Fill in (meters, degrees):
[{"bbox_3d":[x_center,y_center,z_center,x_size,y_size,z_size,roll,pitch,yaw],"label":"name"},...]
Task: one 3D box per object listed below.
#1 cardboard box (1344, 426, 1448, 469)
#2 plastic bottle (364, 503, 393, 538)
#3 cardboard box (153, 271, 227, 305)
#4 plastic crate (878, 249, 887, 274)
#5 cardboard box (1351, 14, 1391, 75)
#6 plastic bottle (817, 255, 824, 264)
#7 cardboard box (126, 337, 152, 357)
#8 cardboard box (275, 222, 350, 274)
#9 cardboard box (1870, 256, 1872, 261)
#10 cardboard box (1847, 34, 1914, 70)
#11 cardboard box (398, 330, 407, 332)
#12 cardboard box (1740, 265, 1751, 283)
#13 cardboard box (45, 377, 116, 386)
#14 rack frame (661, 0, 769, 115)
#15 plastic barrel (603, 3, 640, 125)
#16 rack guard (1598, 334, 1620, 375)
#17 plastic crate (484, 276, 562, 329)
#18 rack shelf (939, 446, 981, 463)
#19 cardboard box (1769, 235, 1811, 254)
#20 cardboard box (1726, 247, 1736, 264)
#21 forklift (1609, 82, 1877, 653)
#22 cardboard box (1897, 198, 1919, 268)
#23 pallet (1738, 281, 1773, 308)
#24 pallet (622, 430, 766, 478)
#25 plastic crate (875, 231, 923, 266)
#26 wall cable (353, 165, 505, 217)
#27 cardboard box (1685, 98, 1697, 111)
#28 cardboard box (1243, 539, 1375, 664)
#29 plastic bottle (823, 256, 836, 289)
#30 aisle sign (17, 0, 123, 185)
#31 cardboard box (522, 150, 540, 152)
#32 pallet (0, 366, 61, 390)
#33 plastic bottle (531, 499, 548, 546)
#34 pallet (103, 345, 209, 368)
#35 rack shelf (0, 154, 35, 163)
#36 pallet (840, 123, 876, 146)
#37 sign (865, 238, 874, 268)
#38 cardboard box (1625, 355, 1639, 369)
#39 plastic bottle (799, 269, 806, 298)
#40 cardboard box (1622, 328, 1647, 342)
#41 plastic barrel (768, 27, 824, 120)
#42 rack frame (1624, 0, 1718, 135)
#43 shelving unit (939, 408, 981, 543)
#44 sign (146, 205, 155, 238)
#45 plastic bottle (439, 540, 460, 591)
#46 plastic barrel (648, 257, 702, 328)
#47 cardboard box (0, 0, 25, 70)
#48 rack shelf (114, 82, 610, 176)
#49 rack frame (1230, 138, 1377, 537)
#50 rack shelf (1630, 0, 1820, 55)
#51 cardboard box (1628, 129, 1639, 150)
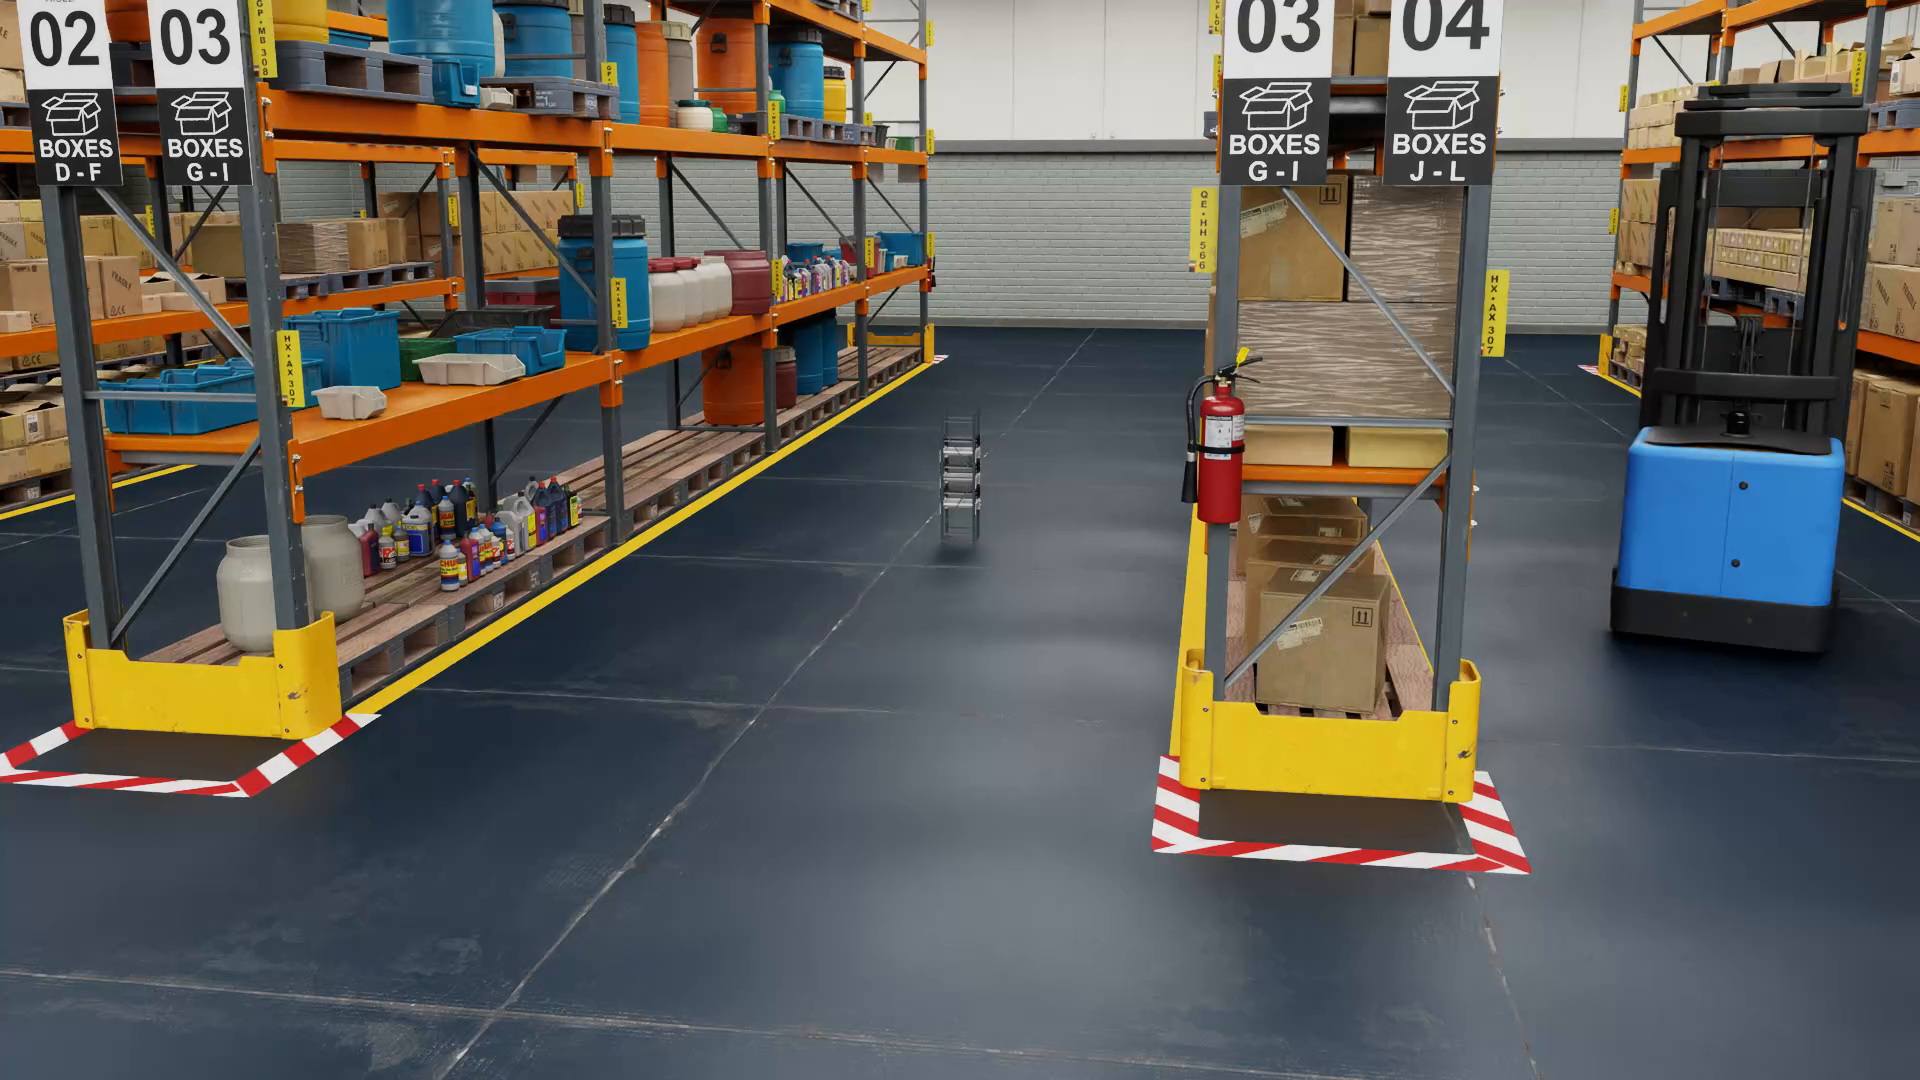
[{"bbox_3d":[1.767,-0.384,6.752,0.380,0.149,0.250,2,12,9],"label":"cardboard box"},{"bbox_3d":[-3.449,-0.048,9.837,0.144,0.351,0.185,2,12,11],"label":"plastic bottle"},{"bbox_3d":[-7.169,-2.325,15.371,0.500,0.311,0.500,3,12,12],"label":"cardboard box"},{"bbox_3d":[-1.144,-3.397,20.275,0.437,0.282,0.530,2,12,9],"label":"plastic crate"},{"bbox_3d":[1.817,-1.940,6.612,0.500,0.250,0.500,2,12,10],"label":"cardboard box"},{"bbox_3d":[-1.522,-2.892,17.912,0.144,0.351,0.185,2,12,9],"label":"plastic bottle"},{"bbox_3d":[-11.054,-2.675,21.722,0.700,0.500,0.500,2,12,8],"label":"cardboard box"},{"bbox_3d":[-6.755,-3.016,17.132,0.700,0.500,0.500,4,13,19],"label":"cardboard box"},{"bbox_3d":[7.915,-2.317,14.020,0.380,0.149,0.250,2,12,11],"label":"cardboard box"},{"bbox_3d":[7.408,-3.921,13.393,0.396,0.266,0.258,2,12,9],"label":"cardboard box"},{"bbox_3d":[-6.770,-2.175,19.357,0.500,0.500,0.500,1,12,6],"label":"cardboard box"},{"bbox_3d":[7.466,-2.463,15.400,0.380,0.149,0.250,1,12,6],"label":"cardboard box"},{"bbox_3d":[-7.594,-1.262,14.430,0.500,0.311,0.500,2,12,7],"label":"cardboard box"},{"bbox_3d":[-2.176,-5.214,14.326,1.000,3.000,0.127,2,12,9],"label":"rack frame"},{"bbox_3d":[-2.727,-3.545,12.513,0.600,0.901,0.708,2,12,9],"label":"plastic barrel"},{"bbox_3d":[8.822,-2.366,21.288,1.175,0.500,0.348,2,12,9],"label":"rack guard"},{"bbox_3d":[-3.020,-1.590,11.601,0.402,0.464,0.583,2,12,9],"label":"plastic crate"},{"bbox_3d":[0.001,-0.585,11.376,0.258,0.077,0.200,2,12,9],"label":"rack shelf"},{"bbox_3d":[7.344,-2.592,14.586,0.380,0.149,0.250,2,12,10],"label":"cardboard box"},{"bbox_3d":[7.547,-2.714,15.861,0.380,0.149,0.250,2,12,11],"label":"cardboard box"},{"bbox_3d":[4.606,-1.115,9.708,1.130,2.935,3.031,6,13,25],"label":"forklift"},{"bbox_3d":[7.448,-2.278,12.333,0.700,0.500,0.500,2,12,8],"label":"cardboard box"},{"bbox_3d":[7.867,-2.259,15.309,1.003,0.211,1.213,2,12,9],"label":"pallet"},{"bbox_3d":[-2.334,-0.758,14.509,1.003,0.211,1.213,2,12,9],"label":"pallet"},{"bbox_3d":[-0.813,-3.917,22.324,0.616,0.435,0.499,2,12,9],"label":"plastic crate"},{"bbox_3d":[-9.512,-6.848,29.280,3.097,2.526,0.112,2,12,9],"label":"wall cable"},{"bbox_3d":[8.129,-4.621,17.866,0.500,0.250,0.500,1,12,6],"label":"cardboard box"},{"bbox_3d":[1.658,0.306,7.888,0.500,0.500,0.500,5,13,23],"label":"cardboard box"},{"bbox_3d":[-1.408,-2.849,17.711,0.144,0.351,0.185,2,12,9],"label":"plastic bottle"},{"bbox_3d":[-3.711,-1.881,6.932,0.394,0.787,0.004,2,12,9],"label":"aisle sign"},{"bbox_3d":[-5.810,-5.177,21.632,0.500,0.250,0.500,2,12,9],"label":"cardboard box"},{"bbox_3d":[-11.395,-1.909,19.848,1.003,0.211,1.213,2,12,9],"label":"pallet"},{"bbox_3d":[-2.619,-0.117,10.320,0.061,0.283,0.133,3,12,12],"label":"plastic bottle"},{"bbox_3d":[-10.971,-2.482,22.510,1.003,0.211,1.213,2,12,9],"label":"pallet"},{"bbox_3d":[-11.658,-4.133,18.139,1.077,0.370,4.000,2,12,9],"label":"rack shelf"},{"bbox_3d":[-1.585,-4.321,17.754,1.213,0.211,1.003,2,12,9],"label":"pallet"},{"bbox_3d":[-1.018,-3.231,18.708,0.100,0.325,0.005,2,12,9],"label":"sign"},{"bbox_3d":[8.298,-2.158,20.159,0.380,0.149,0.250,2,12,9],"label":"cardboard box"},{"bbox_3d":[-1.568,-2.543,16.449,0.061,0.283,0.133,2,12,9],"label":"plastic bottle"},{"bbox_3d":[8.328,-2.499,20.328,0.380,0.149,0.250,2,12,8],"label":"cardboard box"},{"bbox_3d":[-1.673,-4.670,16.737,0.600,0.901,0.708,2,12,9],"label":"plastic barrel"},{"bbox_3d":[8.833,-6.537,20.466,1.000,3.000,0.127,2,12,9],"label":"rack frame"},{"bbox_3d":[0.001,-0.442,11.406,0.258,0.900,0.210,2,12,9],"label":"shelving unit"},{"bbox_3d":[-7.608,-2.985,15.665,0.100,0.325,0.005,2,12,9],"label":"sign"},{"bbox_3d":[-2.820,0.136,9.176,0.097,0.271,0.097,0,12,0],"label":"plastic bottle"},{"bbox_3d":[-2.248,-1.950,13.098,0.433,0.535,0.433,0,12,0],"label":"plastic barrel"},{"bbox_3d":[-7.487,-3.821,12.563,0.500,0.500,0.500,3,13,14],"label":"cardboard box"},{"bbox_3d":[-3.099,-2.147,8.922,1.077,0.370,4.000,2,12,9],"label":"rack shelf"},{"bbox_3d":[2.102,-1.288,10.350,1.000,3.000,0.127,2,12,9],"label":"rack frame"},{"bbox_3d":[8.526,-5.767,18.610,1.077,0.370,4.000,2,12,9],"label":"rack shelf"},{"bbox_3d":[8.512,-4.912,20.402,0.500,0.250,0.500,2,12,11],"label":"cardboard box"}]
